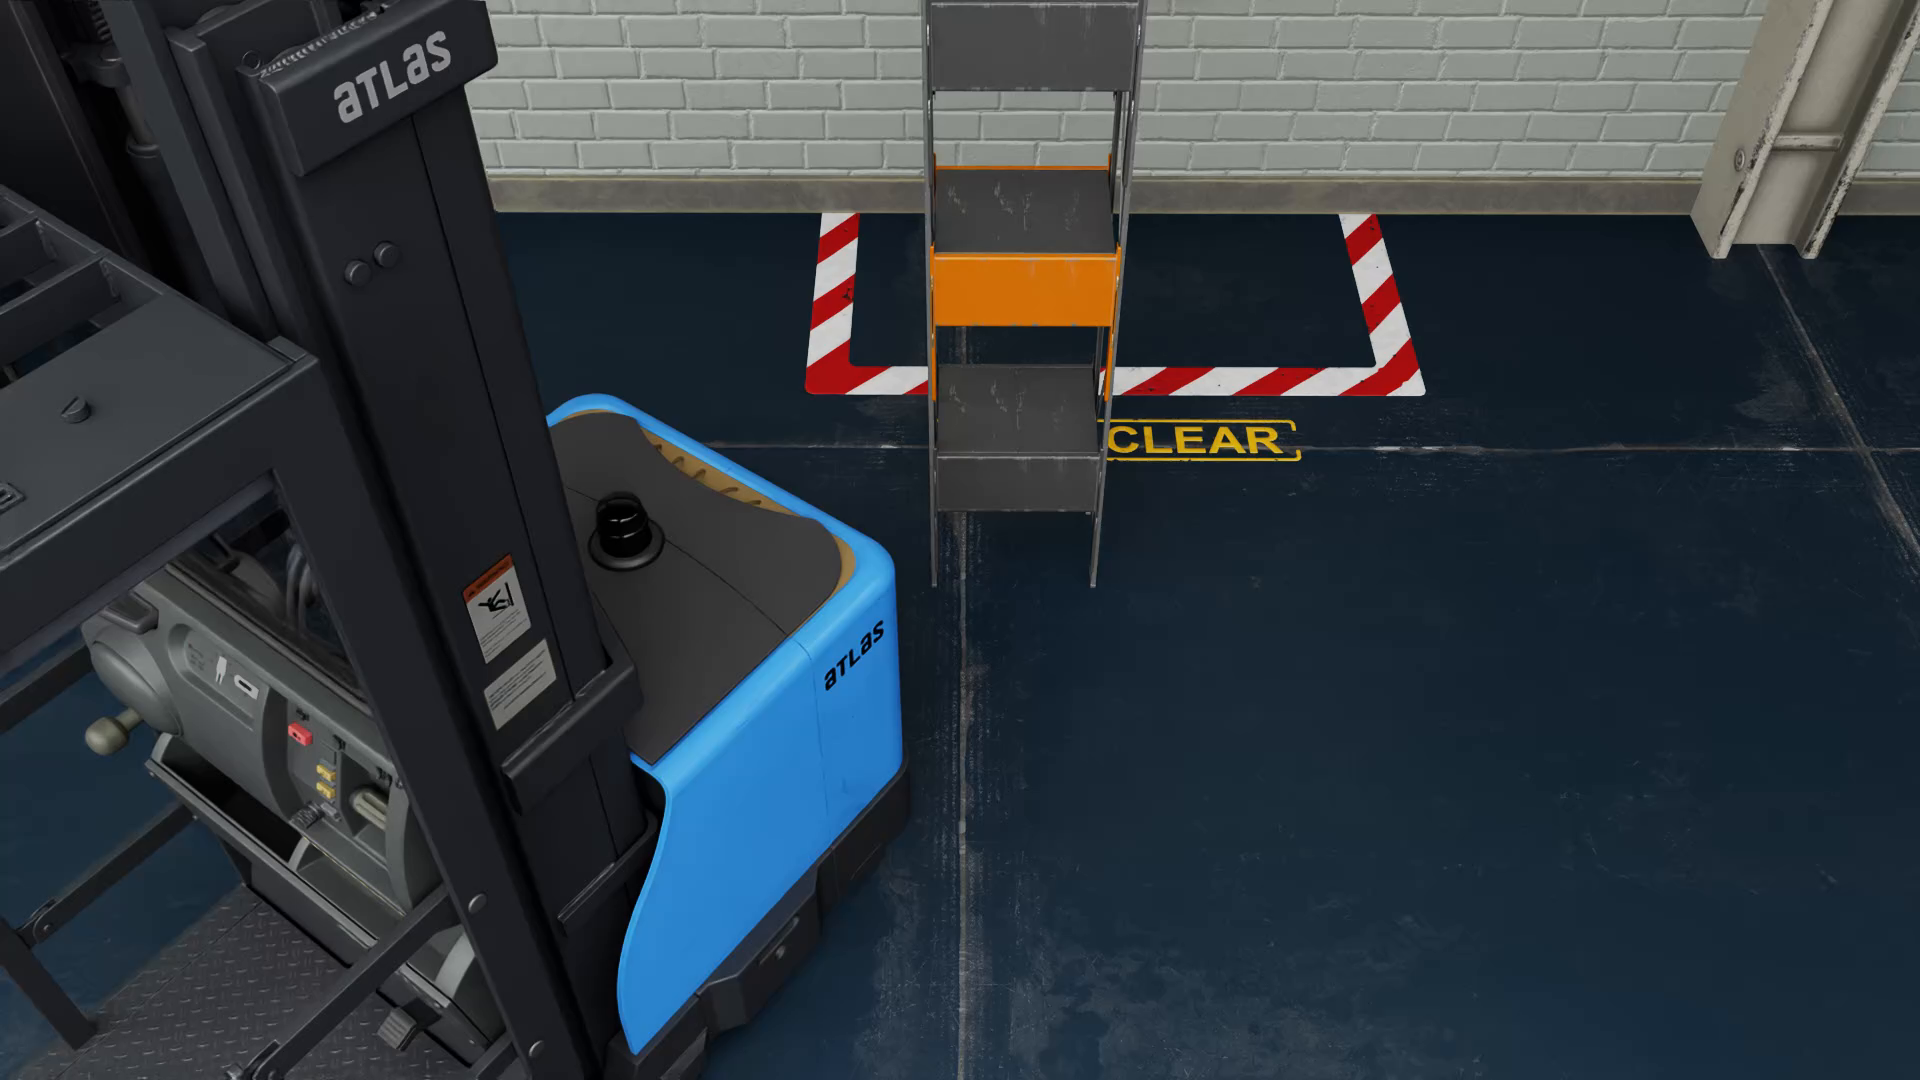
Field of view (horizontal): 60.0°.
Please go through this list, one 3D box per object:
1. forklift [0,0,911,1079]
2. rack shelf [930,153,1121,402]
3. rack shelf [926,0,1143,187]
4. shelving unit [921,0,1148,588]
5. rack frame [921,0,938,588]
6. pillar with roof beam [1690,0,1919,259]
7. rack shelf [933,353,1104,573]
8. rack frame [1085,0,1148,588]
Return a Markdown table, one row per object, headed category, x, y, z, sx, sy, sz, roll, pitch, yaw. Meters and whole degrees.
| category | x | y | z | sx | sy | sz | roll | pitch | yaw |
| --- | --- | --- | --- | --- | --- | --- | --- | --- | --- |
| forklift | -1.411 | 0.420 | 2.857 | 1.130 | 2.935 | 3.031 | 28 | 53 | 24 |
| rack shelf | 0.166 | -0.706 | 4.491 | 0.480 | 0.518 | 0.431 | 0 | 47 | 0 |
| rack shelf | 0.166 | -1.183 | 3.979 | 0.480 | 0.518 | 0.431 | 0 | 47 | 0 |
| shelving unit | 0.166 | -0.715 | 4.481 | 0.503 | 2.100 | 0.431 | 0 | 47 | 0 |
| rack frame | -0.078 | -0.716 | 4.482 | 0.015 | 2.100 | 0.400 | 0 | 47 | 0 |
| pillar with roof beam | 3.001 | -1.084 | 0.111 | 0.400 | 9.000 | 9.100 | 0 | 47 | 0 |
| rack shelf | 0.166 | -0.229 | 5.003 | 0.480 | 0.518 | 0.431 | 0 | 47 | 0 |
| rack frame | 0.410 | -0.714 | 4.480 | 0.015 | 2.100 | 0.400 | 0 | 47 | 0 |
